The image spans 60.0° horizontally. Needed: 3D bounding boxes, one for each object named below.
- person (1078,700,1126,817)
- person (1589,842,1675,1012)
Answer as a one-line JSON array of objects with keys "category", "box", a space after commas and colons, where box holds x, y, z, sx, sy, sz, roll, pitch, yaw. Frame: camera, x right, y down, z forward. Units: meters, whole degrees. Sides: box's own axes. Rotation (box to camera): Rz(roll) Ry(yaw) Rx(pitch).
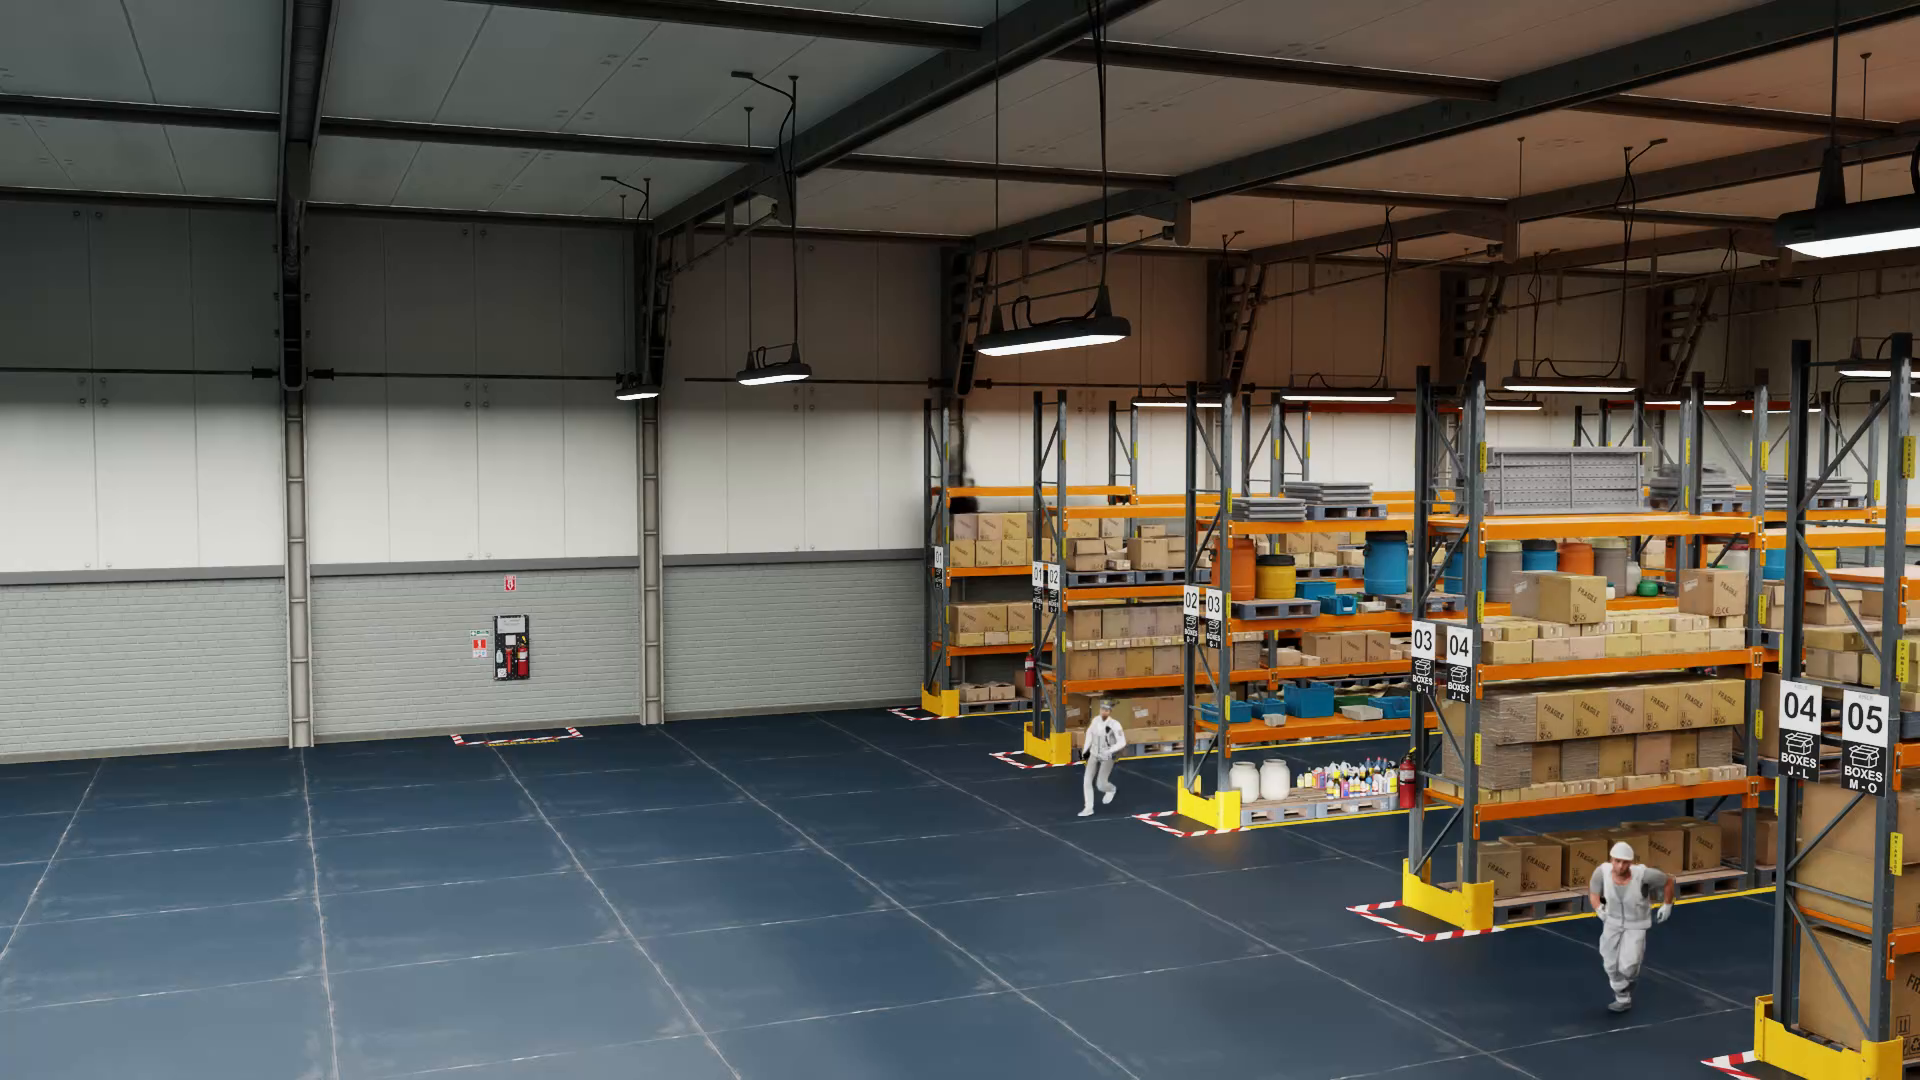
[{"category": "person", "box": [2.003, 3.000, 23.020, 0.667, 1.636, 0.758, 2, 4, 35]}, {"category": "person", "box": [5.963, 3.473, 14.821, 0.679, 1.645, 0.813, 2, 4, 34]}]
